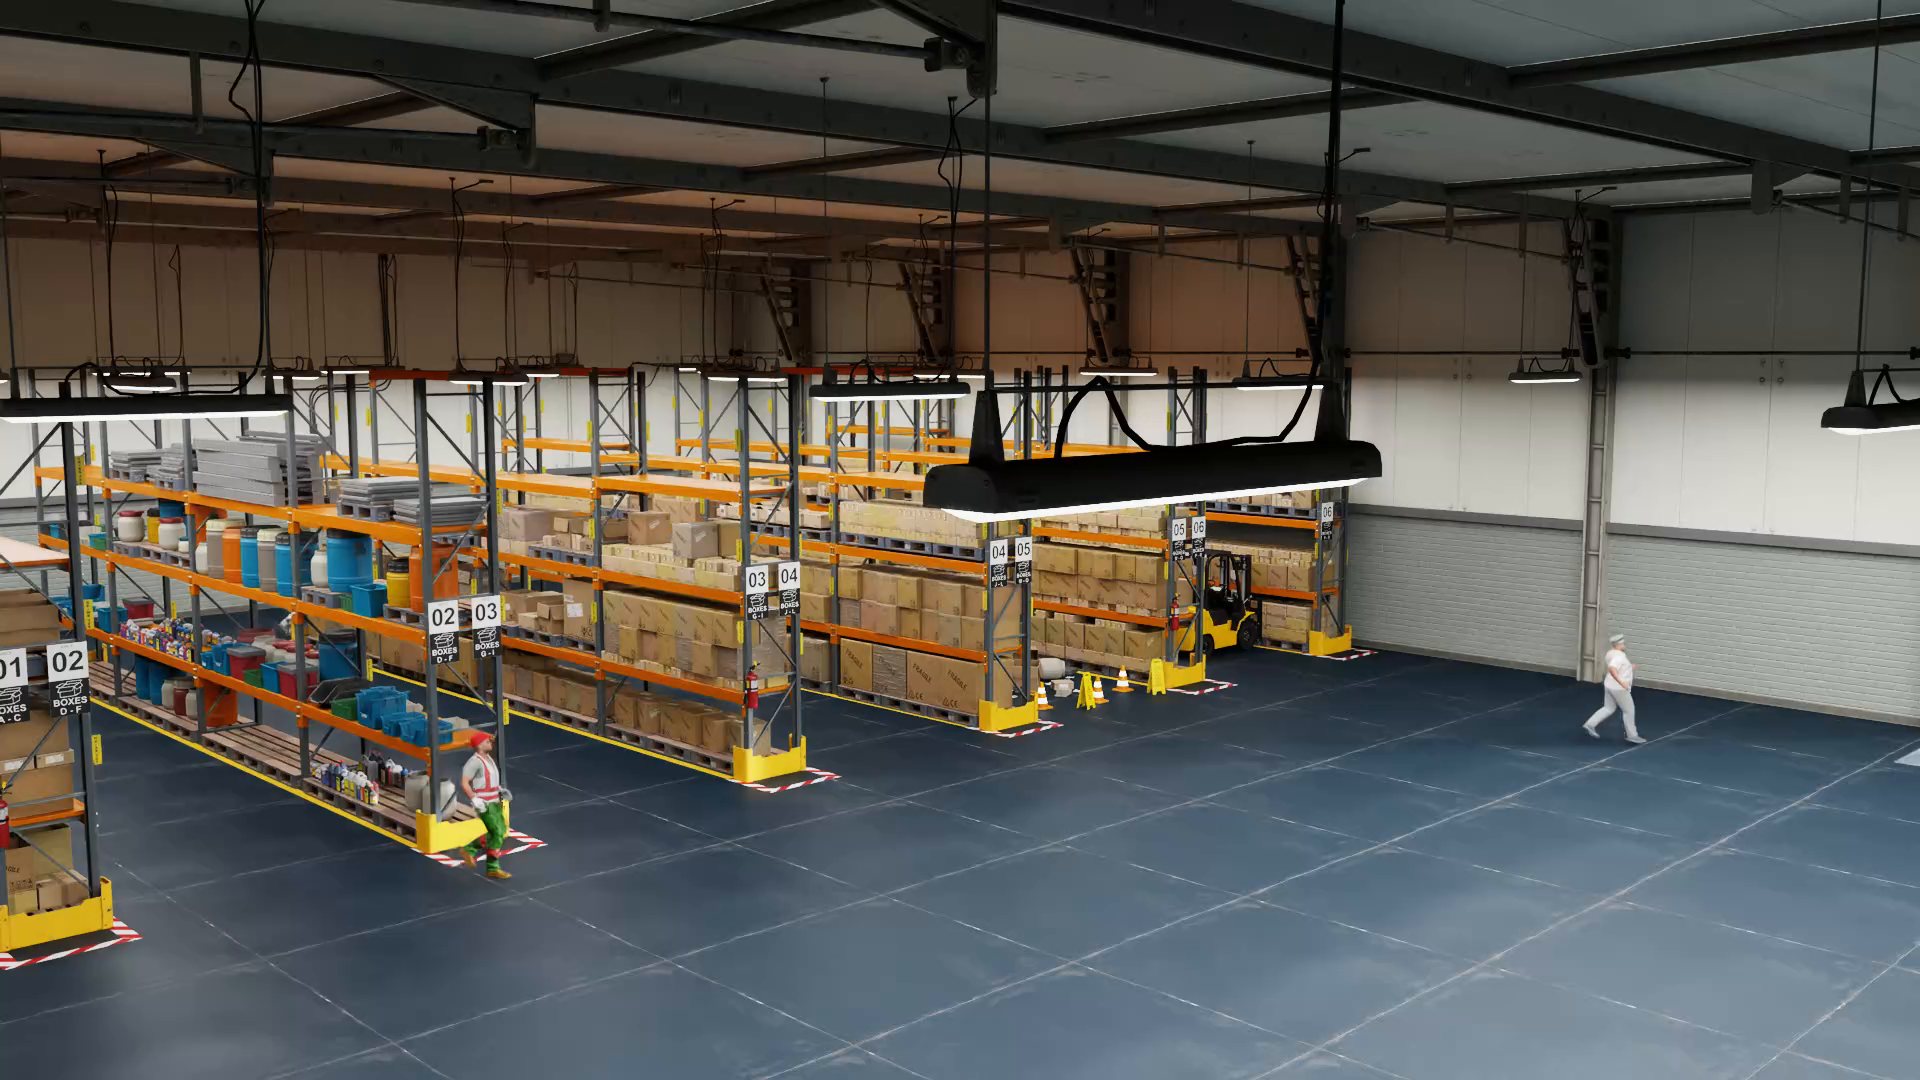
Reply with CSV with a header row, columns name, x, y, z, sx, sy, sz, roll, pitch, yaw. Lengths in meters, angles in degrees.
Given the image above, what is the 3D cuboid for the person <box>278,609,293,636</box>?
name,x,y,z,sx,sy,sz,roll,pitch,yaw
person,-14.995,1.273,37.118,0.565,1.739,0.671,-6,9,-42

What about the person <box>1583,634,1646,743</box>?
name,x,y,z,sx,sy,sz,roll,pitch,yaw
person,10.639,2.393,26.914,0.989,1.768,0.662,0,6,-3

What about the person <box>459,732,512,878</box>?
name,x,y,z,sx,sy,sz,roll,pitch,yaw
person,-5.760,3.204,20.193,0.646,1.745,0.719,1,6,5
